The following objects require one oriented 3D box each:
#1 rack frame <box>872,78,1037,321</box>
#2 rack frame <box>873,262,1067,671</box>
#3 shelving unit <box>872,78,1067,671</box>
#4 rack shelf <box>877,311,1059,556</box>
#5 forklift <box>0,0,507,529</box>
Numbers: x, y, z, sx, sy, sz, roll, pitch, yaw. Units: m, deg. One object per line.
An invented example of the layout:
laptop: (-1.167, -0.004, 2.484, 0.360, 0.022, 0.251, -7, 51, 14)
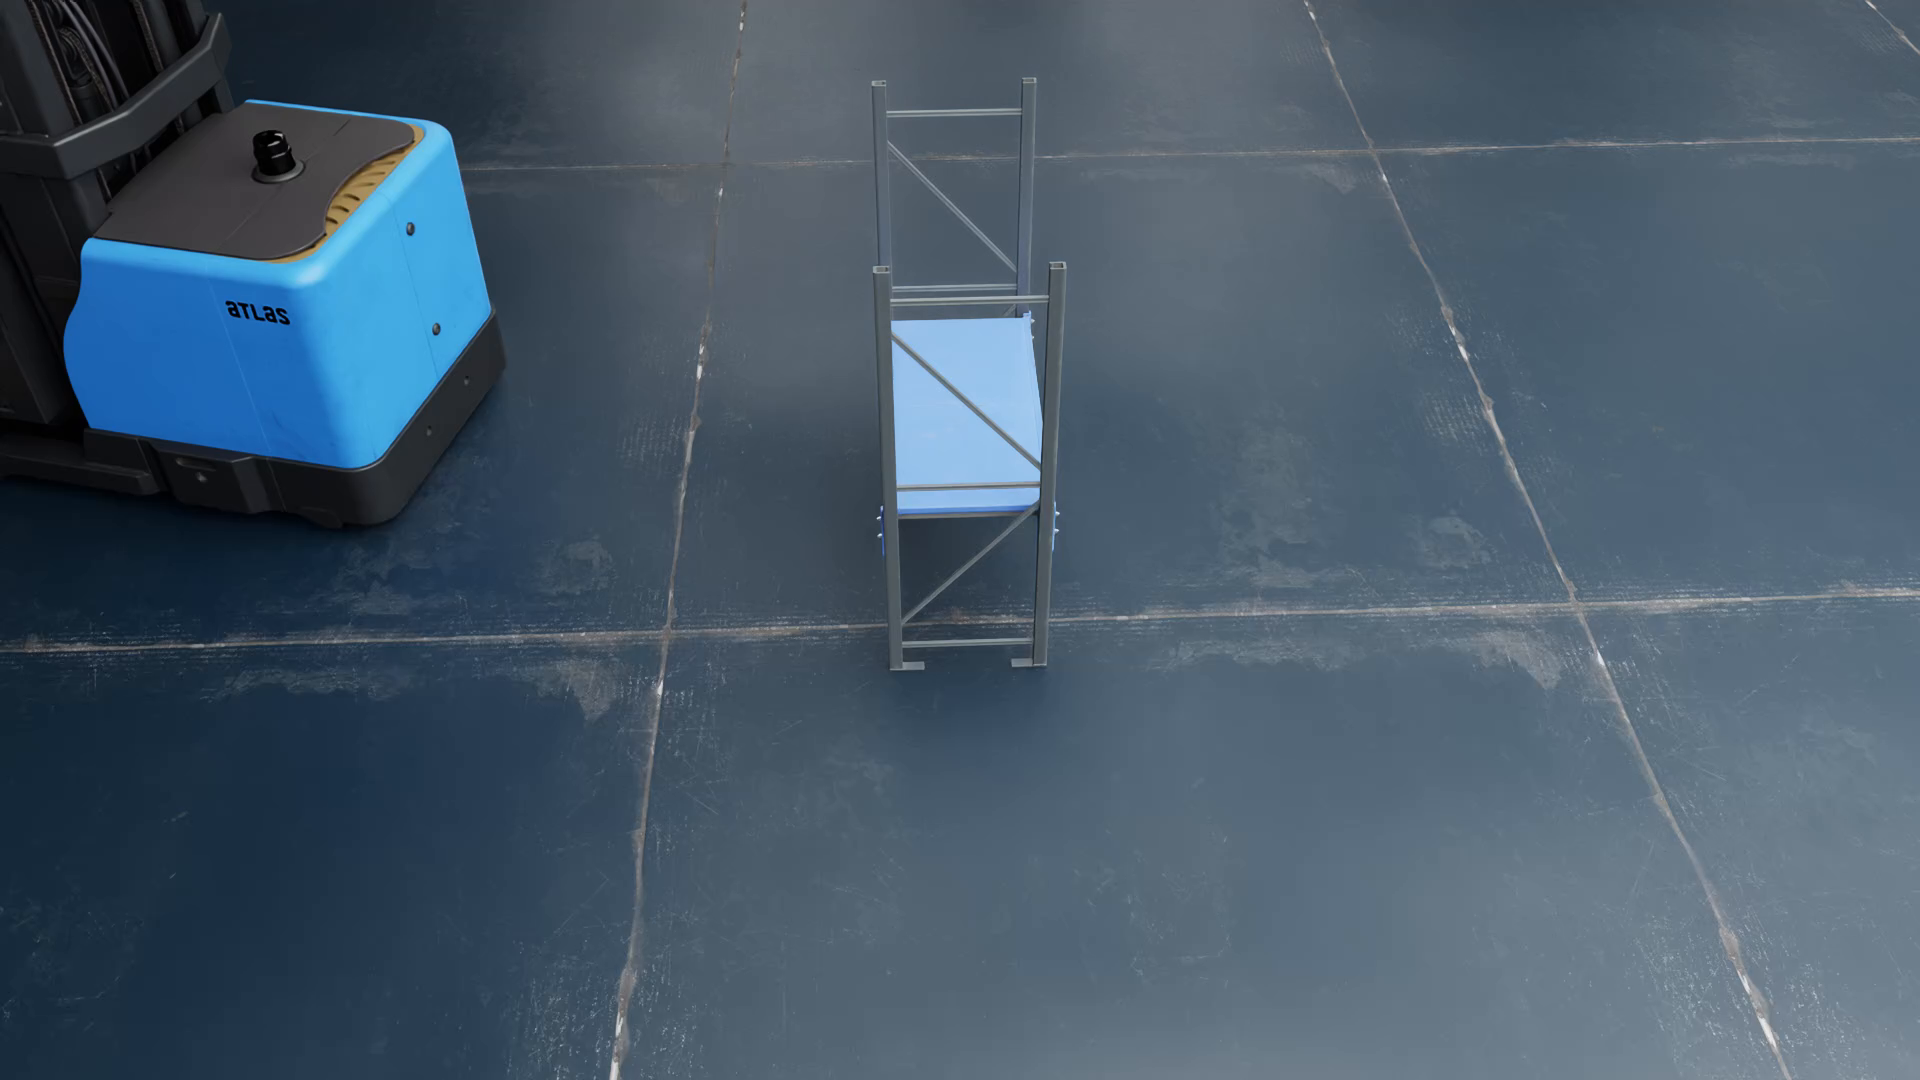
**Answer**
rack frame: (-0.018, -0.838, 5.555, 0.500, 1.500, 0.032, -2, 43, -2)
rack frame: (0.025, -0.152, 4.806, 0.500, 1.500, 0.032, -2, 43, -2)
shelving unit: (0.004, -0.495, 5.180, 0.538, 1.500, 1.048, -2, 43, -2)
rack shelf: (0.004, -0.363, 5.302, 0.538, 0.185, 1.000, -2, 43, -2)
forklift: (-3.311, -1.641, 5.371, 3.031, 2.935, 1.130, 9, 43, 10)
